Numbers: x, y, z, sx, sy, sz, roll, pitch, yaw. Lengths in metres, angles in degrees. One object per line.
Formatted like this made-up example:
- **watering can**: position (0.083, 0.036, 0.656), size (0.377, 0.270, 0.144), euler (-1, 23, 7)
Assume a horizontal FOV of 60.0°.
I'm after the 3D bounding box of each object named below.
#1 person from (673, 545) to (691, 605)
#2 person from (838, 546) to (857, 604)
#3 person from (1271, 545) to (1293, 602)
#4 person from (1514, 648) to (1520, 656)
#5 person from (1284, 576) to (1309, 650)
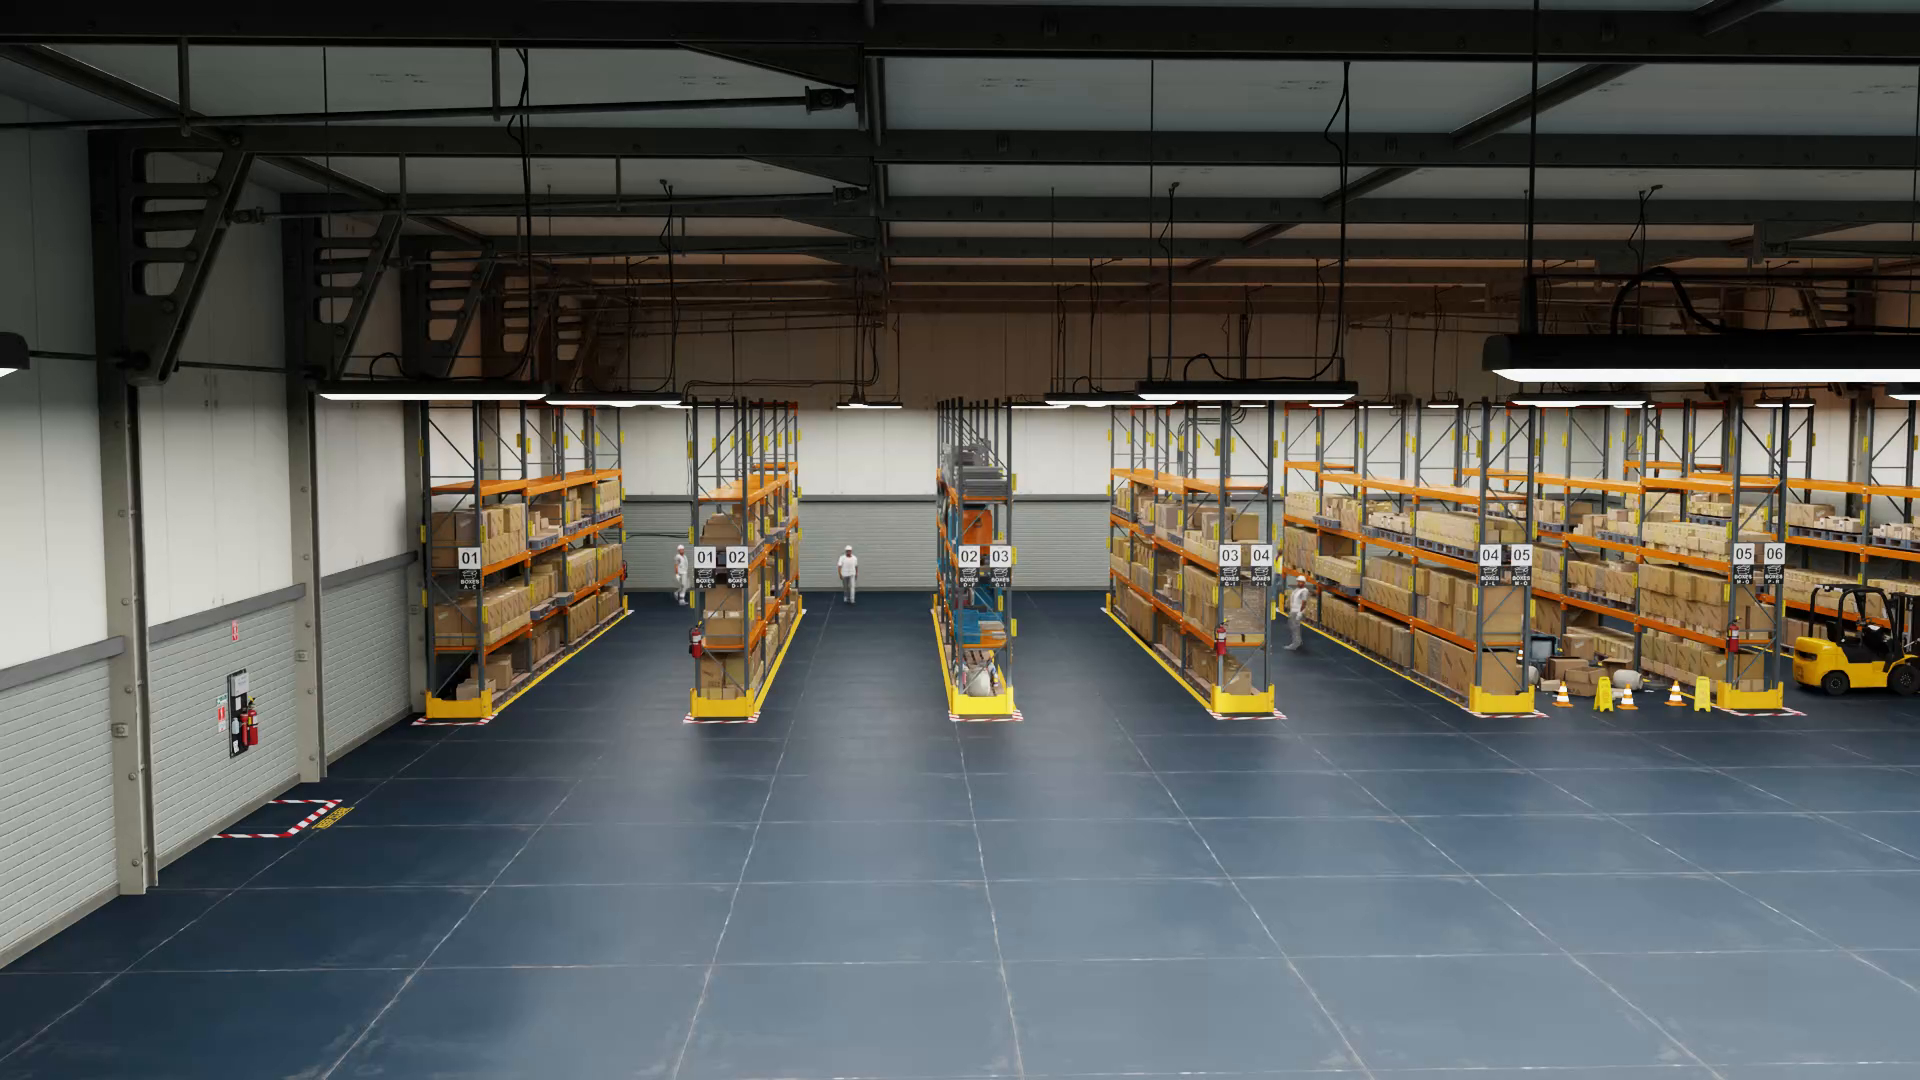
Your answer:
- **person**: position (-8.239, 1.032, 49.023), size (0.534, 1.778, 0.610), euler (0, 4, 2)
- **person**: position (-3.322, 1.035, 49.342), size (0.574, 1.715, 1.037), euler (0, 4, -5)
- **person**: position (9.640, 1.000, 49.821), size (0.940, 1.735, 0.596), euler (-1, 5, -12)
- **person**: position (12.922, 1.868, 38.874), size (0.407, 1.679, 0.512), euler (4, 6, 41)
- **person**: position (8.063, 1.745, 39.889), size (0.560, 1.781, 0.609), euler (0, 4, 2)
